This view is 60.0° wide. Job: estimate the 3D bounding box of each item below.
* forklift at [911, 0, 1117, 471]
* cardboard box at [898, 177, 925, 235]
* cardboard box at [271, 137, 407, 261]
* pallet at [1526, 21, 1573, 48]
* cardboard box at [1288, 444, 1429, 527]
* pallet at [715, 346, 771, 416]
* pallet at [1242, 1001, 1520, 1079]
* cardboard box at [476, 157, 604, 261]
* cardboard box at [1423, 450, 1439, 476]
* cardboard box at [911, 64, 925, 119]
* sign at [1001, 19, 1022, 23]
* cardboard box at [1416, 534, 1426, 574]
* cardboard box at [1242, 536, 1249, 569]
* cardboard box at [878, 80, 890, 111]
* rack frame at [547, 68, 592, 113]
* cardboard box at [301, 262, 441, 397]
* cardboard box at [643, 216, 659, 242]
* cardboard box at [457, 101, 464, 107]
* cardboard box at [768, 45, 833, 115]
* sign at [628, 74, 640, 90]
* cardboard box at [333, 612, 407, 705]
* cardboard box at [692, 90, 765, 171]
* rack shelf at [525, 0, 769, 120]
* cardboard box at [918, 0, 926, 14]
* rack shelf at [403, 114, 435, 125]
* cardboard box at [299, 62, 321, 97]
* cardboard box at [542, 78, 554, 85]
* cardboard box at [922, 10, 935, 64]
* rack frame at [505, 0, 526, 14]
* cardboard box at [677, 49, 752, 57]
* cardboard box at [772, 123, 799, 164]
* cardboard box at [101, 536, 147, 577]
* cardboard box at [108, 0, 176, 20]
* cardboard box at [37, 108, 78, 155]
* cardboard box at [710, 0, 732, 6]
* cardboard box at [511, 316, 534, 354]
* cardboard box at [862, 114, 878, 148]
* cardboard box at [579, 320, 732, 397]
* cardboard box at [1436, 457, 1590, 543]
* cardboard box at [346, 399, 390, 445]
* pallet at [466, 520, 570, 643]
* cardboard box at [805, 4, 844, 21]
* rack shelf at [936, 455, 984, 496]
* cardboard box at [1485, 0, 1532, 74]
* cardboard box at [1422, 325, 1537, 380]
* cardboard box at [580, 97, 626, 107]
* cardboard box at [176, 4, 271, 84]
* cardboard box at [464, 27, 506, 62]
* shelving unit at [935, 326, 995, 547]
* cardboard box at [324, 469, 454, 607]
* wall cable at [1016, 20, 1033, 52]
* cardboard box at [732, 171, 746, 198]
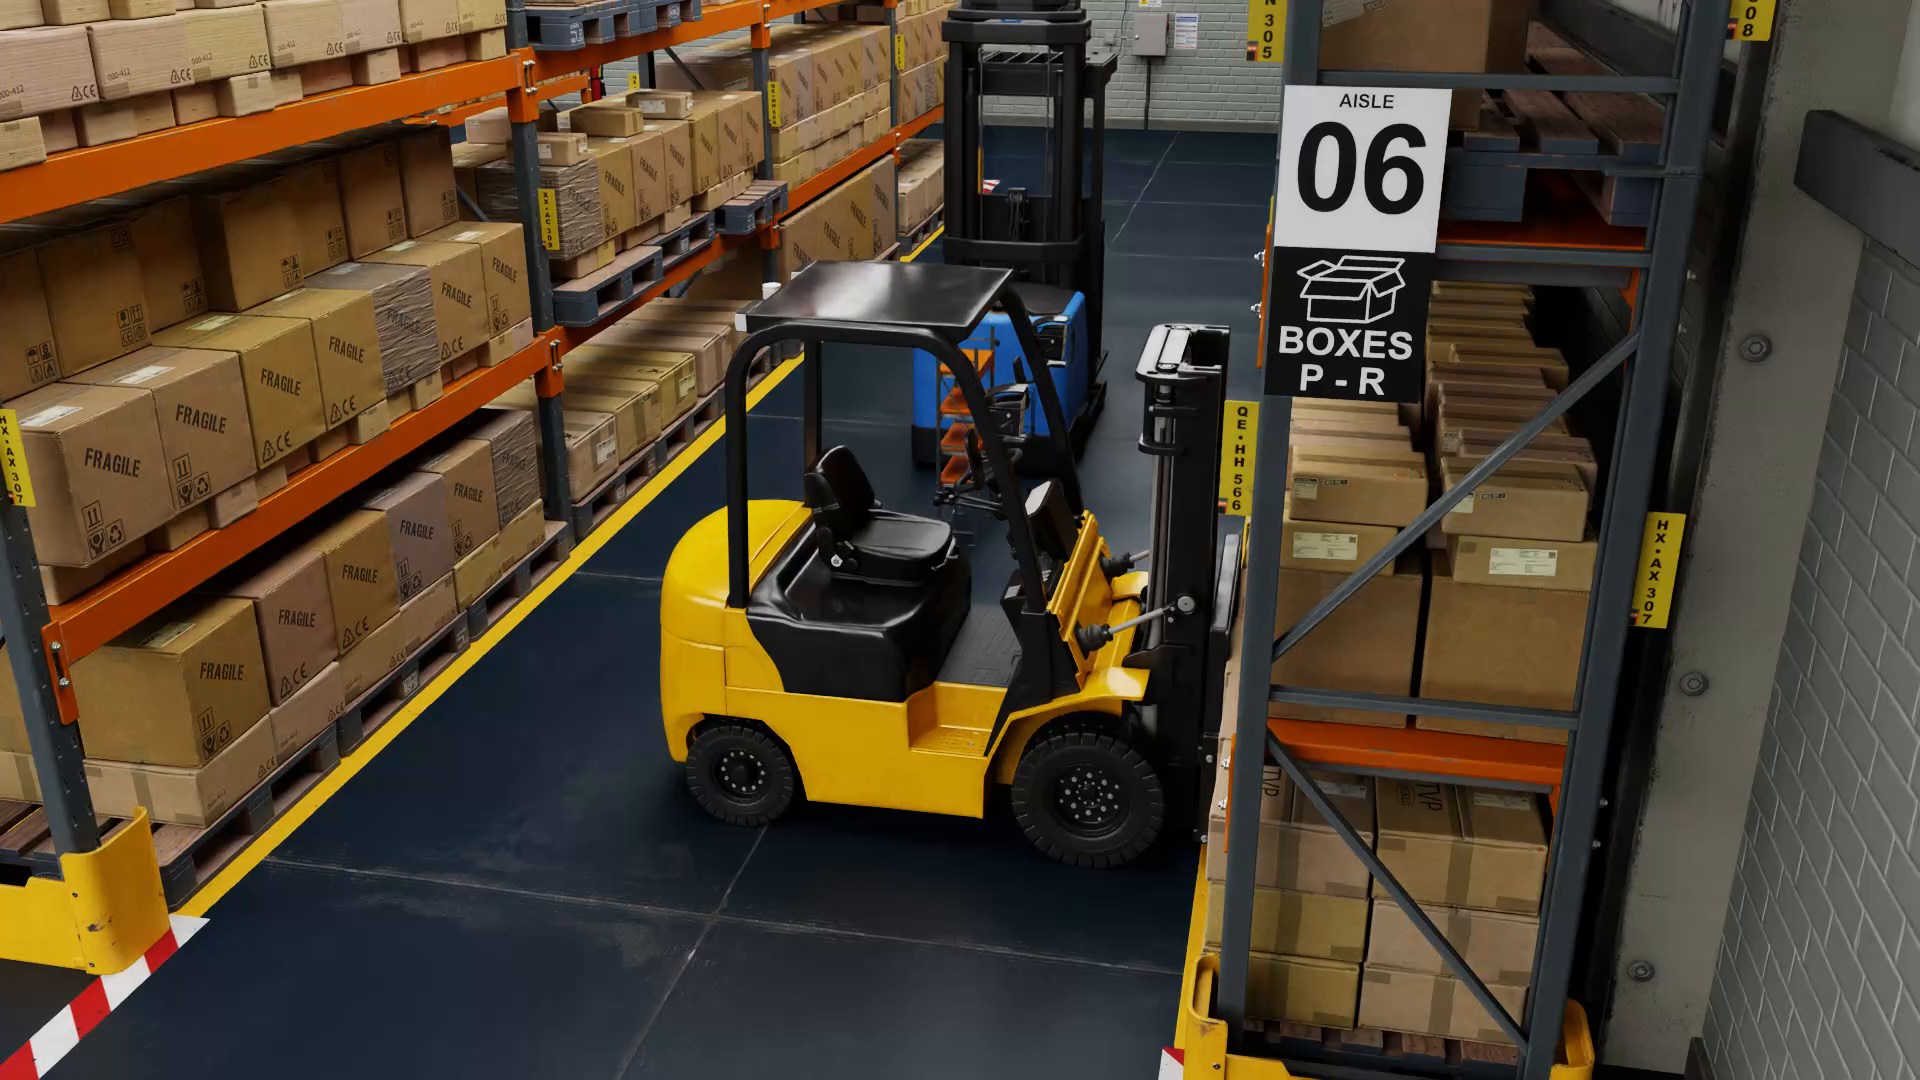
[{"bbox_3d":[0.480,-2.323,11.698,1.130,2.935,3.031,4,22,11],"label":"forklift"},{"bbox_3d":[-0.890,-3.520,17.445,0.875,0.438,0.875,4,22,10],"label":"cardboard box"},{"bbox_3d":[-3.183,-1.685,8.151,0.700,0.500,0.500,5,22,11],"label":"cardboard box"},{"bbox_3d":[1.956,-2.025,6.971,1.003,0.211,1.213,4,22,11],"label":"pallet"},{"bbox_3d":[1.155,-0.158,4.832,0.380,0.149,0.250,5,22,11],"label":"cardboard box"},{"bbox_3d":[-2.100,-1.250,12.674,1.003,0.211,1.213,4,22,11],"label":"pallet"},{"bbox_3d":[1.403,1.484,5.885,1.003,0.211,1.213,4,22,11],"label":"pallet"},{"bbox_3d":[-2.379,-1.895,9.449,0.500,0.500,0.500,5,22,12],"label":"cardboard box"},{"bbox_3d":[1.658,-0.165,5.246,0.380,0.149,0.250,4,22,10],"label":"cardboard box"},{"bbox_3d":[-0.664,-4.674,17.309,0.500,0.500,0.500,5,22,11],"label":"cardboard box"},{"bbox_3d":[0.786,-7.970,25.266,0.327,0.218,0.001,4,22,11],"label":"sign"},{"bbox_3d":[1.746,0.075,5.518,0.500,0.500,0.500,5,23,13],"label":"cardboard box"},{"bbox_3d":[1.494,0.150,7.246,0.500,0.250,0.500,5,23,13],"label":"cardboard box"},{"bbox_3d":[-0.975,-4.274,15.983,0.500,0.250,0.500,4,22,11],"label":"cardboard box"},{"bbox_3d":[-5.173,-6.095,20.972,1.000,3.000,0.127,4,22,11],"label":"rack frame"},{"bbox_3d":[-2.802,-0.990,7.765,0.500,0.500,0.500,5,22,12],"label":"cardboard box"},{"bbox_3d":[-2.145,-2.004,10.588,0.380,0.149,0.250,5,22,11],"label":"cardboard box"},{"bbox_3d":[-5.628,-4.796,18.083,0.380,0.149,0.250,3,22,9],"label":"cardboard box"},{"bbox_3d":[-1.387,-3.871,13.978,0.500,0.500,0.500,5,22,12],"label":"cardboard box"},{"bbox_3d":[-2.483,-3.407,12.748,0.100,0.325,0.005,4,22,11],"label":"sign"},{"bbox_3d":[-2.926,0.517,7.673,0.500,0.250,0.500,6,23,15],"label":"cardboard box"},{"bbox_3d":[-1.760,-3.021,12.245,0.500,0.500,0.500,4,22,9],"label":"cardboard box"},{"bbox_3d":[-2.347,-3.155,10.620,1.077,0.370,4.000,4,22,11],"label":"rack shelf"},{"bbox_3d":[-0.564,-5.571,17.332,0.380,0.149,0.250,4,22,9],"label":"cardboard box"},{"bbox_3d":[-6.398,-3.567,15.658,1.077,0.370,4.000,4,22,11],"label":"rack shelf"},{"bbox_3d":[-2.930,-1.944,6.987,0.380,0.149,0.250,4,22,10],"label":"cardboard box"},{"bbox_3d":[-5.116,-5.562,19.984,0.380,0.149,0.250,5,22,12],"label":"cardboard box"},{"bbox_3d":[-0.564,-5.328,17.597,0.500,0.500,0.500,5,22,12],"label":"cardboard box"},{"bbox_3d":[-2.755,-4.149,8.110,1.000,3.000,0.127,4,22,11],"label":"rack frame"},{"bbox_3d":[-1.993,-3.736,13.644,0.500,0.500,0.500,5,22,12],"label":"cardboard box"},{"bbox_3d":[-1.594,-3.158,13.211,0.500,0.250,0.500,4,22,11],"label":"cardboard box"},{"bbox_3d":[-3.262,0.011,6.146,0.380,0.149,0.250,5,22,12],"label":"cardboard box"},{"bbox_3d":[-3.028,-1.929,5.881,0.380,0.149,0.250,4,22,11],"label":"cardboard box"},{"bbox_3d":[-3.220,-1.377,5.580,0.380,0.149,0.250,4,22,9],"label":"cardboard box"},{"bbox_3d":[-1.841,-3.881,11.796,0.380,0.149,0.250,4,22,11],"label":"cardboard box"},{"bbox_3d":[-2.523,-1.109,8.928,0.380,0.149,0.250,4,22,10],"label":"cardboard box"},{"bbox_3d":[-1.073,-3.853,15.606,0.500,0.250,0.500,4,22,10],"label":"cardboard box"},{"bbox_3d":[-2.207,-1.328,12.092,0.950,0.372,0.625,4,22,10],"label":"cardboard box"},{"bbox_3d":[1.566,-0.118,4.731,0.380,0.149,0.250,4,22,10],"label":"cardboard box"},{"bbox_3d":[-2.825,-0.549,7.537,0.380,0.149,0.250,5,22,11],"label":"cardboard box"},{"bbox_3d":[-2.858,0.176,9.135,1.003,0.211,1.213,4,22,11],"label":"pallet"},{"bbox_3d":[-1.372,-5.240,16.508,0.380,0.149,0.250,4,22,10],"label":"cardboard box"},{"bbox_3d":[0.034,-0.371,9.879,0.258,0.148,0.480,4,22,11],"label":"rack shelf"},{"bbox_3d":[1.447,-1.753,5.345,0.700,0.500,0.500,5,22,11],"label":"cardboard box"},{"bbox_3d":[1.910,-0.681,6.130,0.380,0.149,0.250,5,22,11],"label":"cardboard box"},{"bbox_3d":[-2.357,-2.870,11.871,0.500,0.500,0.500,6,23,14],"label":"cardboard box"},{"bbox_3d":[-3.015,-1.901,6.346,0.500,0.250,0.500,5,22,12],"label":"cardboard box"},{"bbox_3d":[-2.521,-2.502,8.372,0.380,0.149,0.250,5,22,11],"label":"cardboard box"},{"bbox_3d":[0.034,-0.617,9.780,0.258,1.200,0.503,4,22,11],"label":"shelving unit"},{"bbox_3d":[-2.819,-0.024,8.012,0.500,0.500,0.500,6,23,14],"label":"cardboard box"},{"bbox_3d":[0.821,-8.305,25.056,0.585,1.953,0.123,4,22,11],"label":"wall cable"},{"bbox_3d":[-1.767,-2.570,11.994,0.380,0.149,0.250,4,22,10],"label":"cardboard box"}]
